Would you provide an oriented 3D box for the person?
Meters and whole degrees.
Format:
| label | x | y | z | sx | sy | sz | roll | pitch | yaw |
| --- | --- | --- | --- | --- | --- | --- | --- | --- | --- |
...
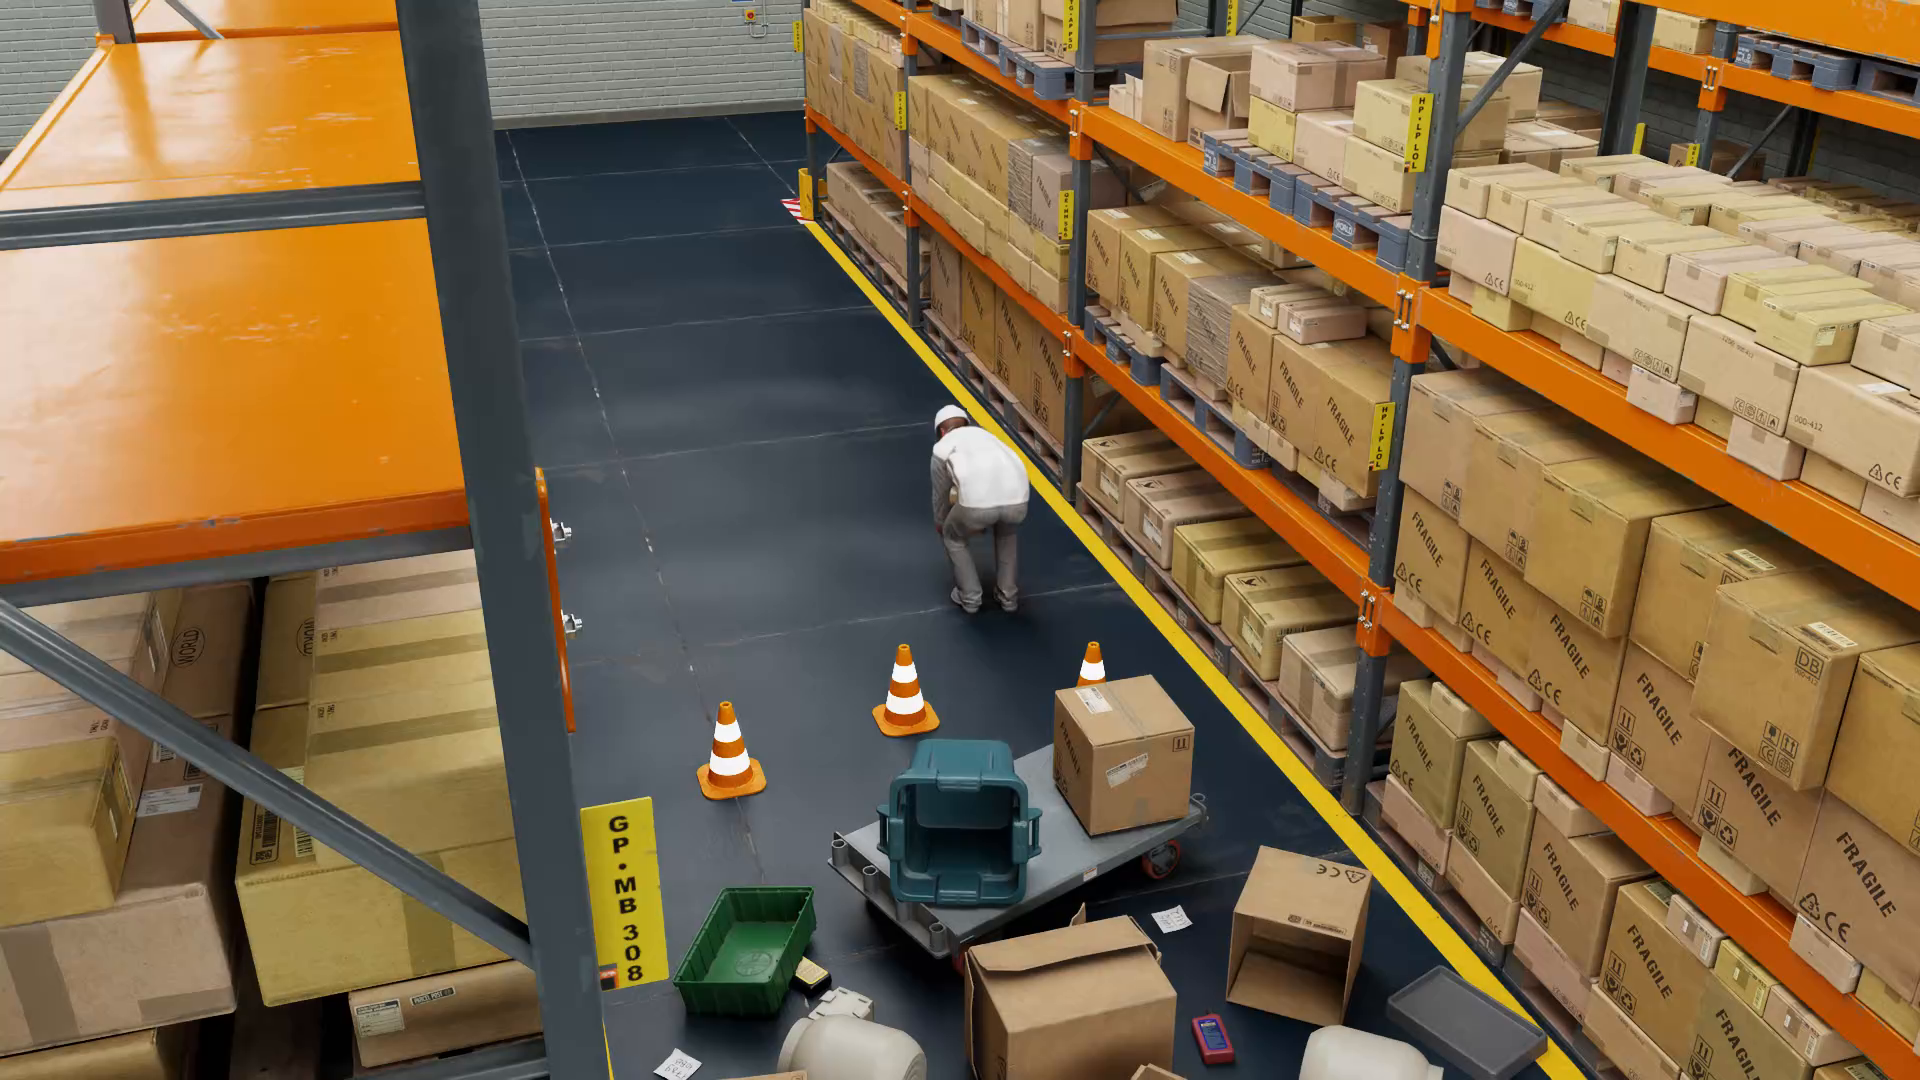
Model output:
| label | x | y | z | sx | sy | sz | roll | pitch | yaw |
| --- | --- | --- | --- | --- | --- | --- | --- | --- | --- |
| person | 0.092 | -0.180 | 10.426 | 0.486 | 1.133 | 0.991 | -9 | 28 | -18 |
